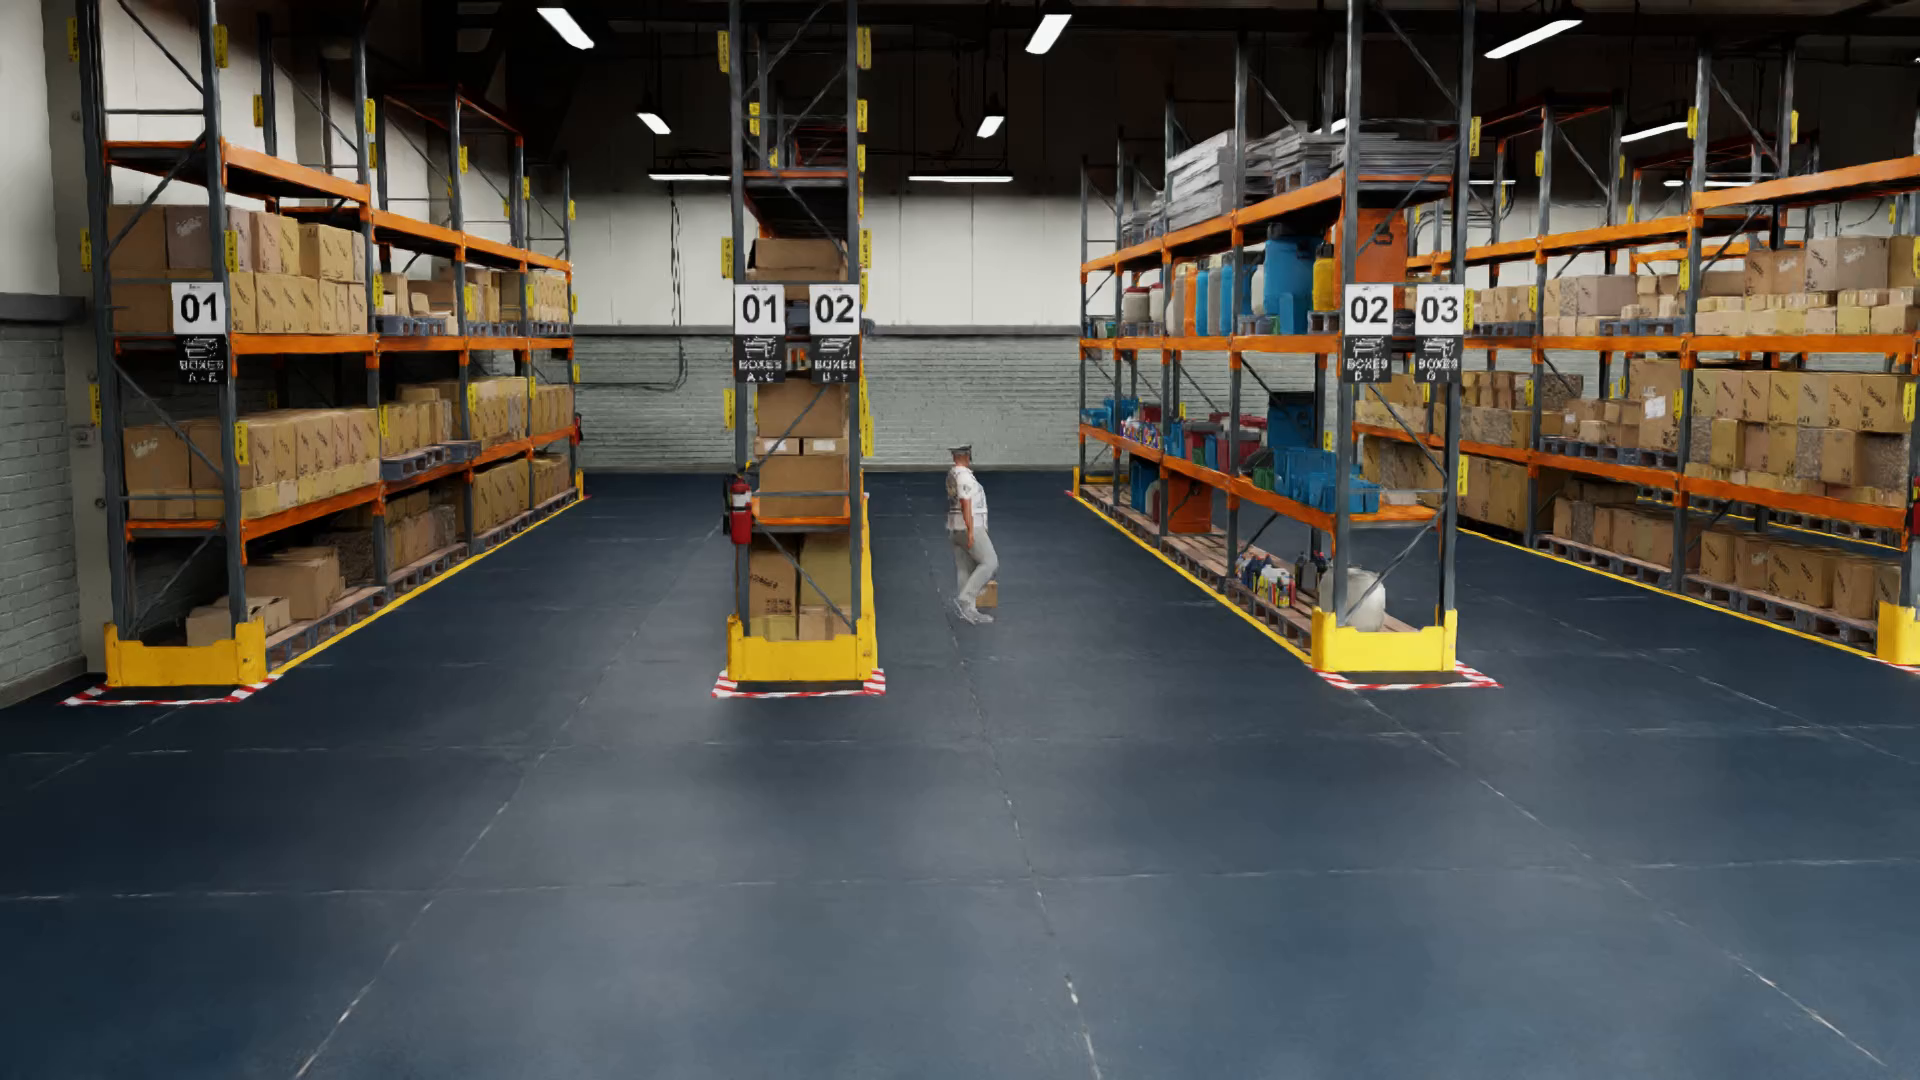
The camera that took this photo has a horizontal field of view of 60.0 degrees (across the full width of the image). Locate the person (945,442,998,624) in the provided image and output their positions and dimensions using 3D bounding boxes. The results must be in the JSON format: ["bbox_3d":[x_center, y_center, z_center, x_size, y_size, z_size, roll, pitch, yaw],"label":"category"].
[{"bbox_3d":[0.102,-0.069,16.253,0.450,1.749,0.706,-2,7,-16],"label":"person"}]
